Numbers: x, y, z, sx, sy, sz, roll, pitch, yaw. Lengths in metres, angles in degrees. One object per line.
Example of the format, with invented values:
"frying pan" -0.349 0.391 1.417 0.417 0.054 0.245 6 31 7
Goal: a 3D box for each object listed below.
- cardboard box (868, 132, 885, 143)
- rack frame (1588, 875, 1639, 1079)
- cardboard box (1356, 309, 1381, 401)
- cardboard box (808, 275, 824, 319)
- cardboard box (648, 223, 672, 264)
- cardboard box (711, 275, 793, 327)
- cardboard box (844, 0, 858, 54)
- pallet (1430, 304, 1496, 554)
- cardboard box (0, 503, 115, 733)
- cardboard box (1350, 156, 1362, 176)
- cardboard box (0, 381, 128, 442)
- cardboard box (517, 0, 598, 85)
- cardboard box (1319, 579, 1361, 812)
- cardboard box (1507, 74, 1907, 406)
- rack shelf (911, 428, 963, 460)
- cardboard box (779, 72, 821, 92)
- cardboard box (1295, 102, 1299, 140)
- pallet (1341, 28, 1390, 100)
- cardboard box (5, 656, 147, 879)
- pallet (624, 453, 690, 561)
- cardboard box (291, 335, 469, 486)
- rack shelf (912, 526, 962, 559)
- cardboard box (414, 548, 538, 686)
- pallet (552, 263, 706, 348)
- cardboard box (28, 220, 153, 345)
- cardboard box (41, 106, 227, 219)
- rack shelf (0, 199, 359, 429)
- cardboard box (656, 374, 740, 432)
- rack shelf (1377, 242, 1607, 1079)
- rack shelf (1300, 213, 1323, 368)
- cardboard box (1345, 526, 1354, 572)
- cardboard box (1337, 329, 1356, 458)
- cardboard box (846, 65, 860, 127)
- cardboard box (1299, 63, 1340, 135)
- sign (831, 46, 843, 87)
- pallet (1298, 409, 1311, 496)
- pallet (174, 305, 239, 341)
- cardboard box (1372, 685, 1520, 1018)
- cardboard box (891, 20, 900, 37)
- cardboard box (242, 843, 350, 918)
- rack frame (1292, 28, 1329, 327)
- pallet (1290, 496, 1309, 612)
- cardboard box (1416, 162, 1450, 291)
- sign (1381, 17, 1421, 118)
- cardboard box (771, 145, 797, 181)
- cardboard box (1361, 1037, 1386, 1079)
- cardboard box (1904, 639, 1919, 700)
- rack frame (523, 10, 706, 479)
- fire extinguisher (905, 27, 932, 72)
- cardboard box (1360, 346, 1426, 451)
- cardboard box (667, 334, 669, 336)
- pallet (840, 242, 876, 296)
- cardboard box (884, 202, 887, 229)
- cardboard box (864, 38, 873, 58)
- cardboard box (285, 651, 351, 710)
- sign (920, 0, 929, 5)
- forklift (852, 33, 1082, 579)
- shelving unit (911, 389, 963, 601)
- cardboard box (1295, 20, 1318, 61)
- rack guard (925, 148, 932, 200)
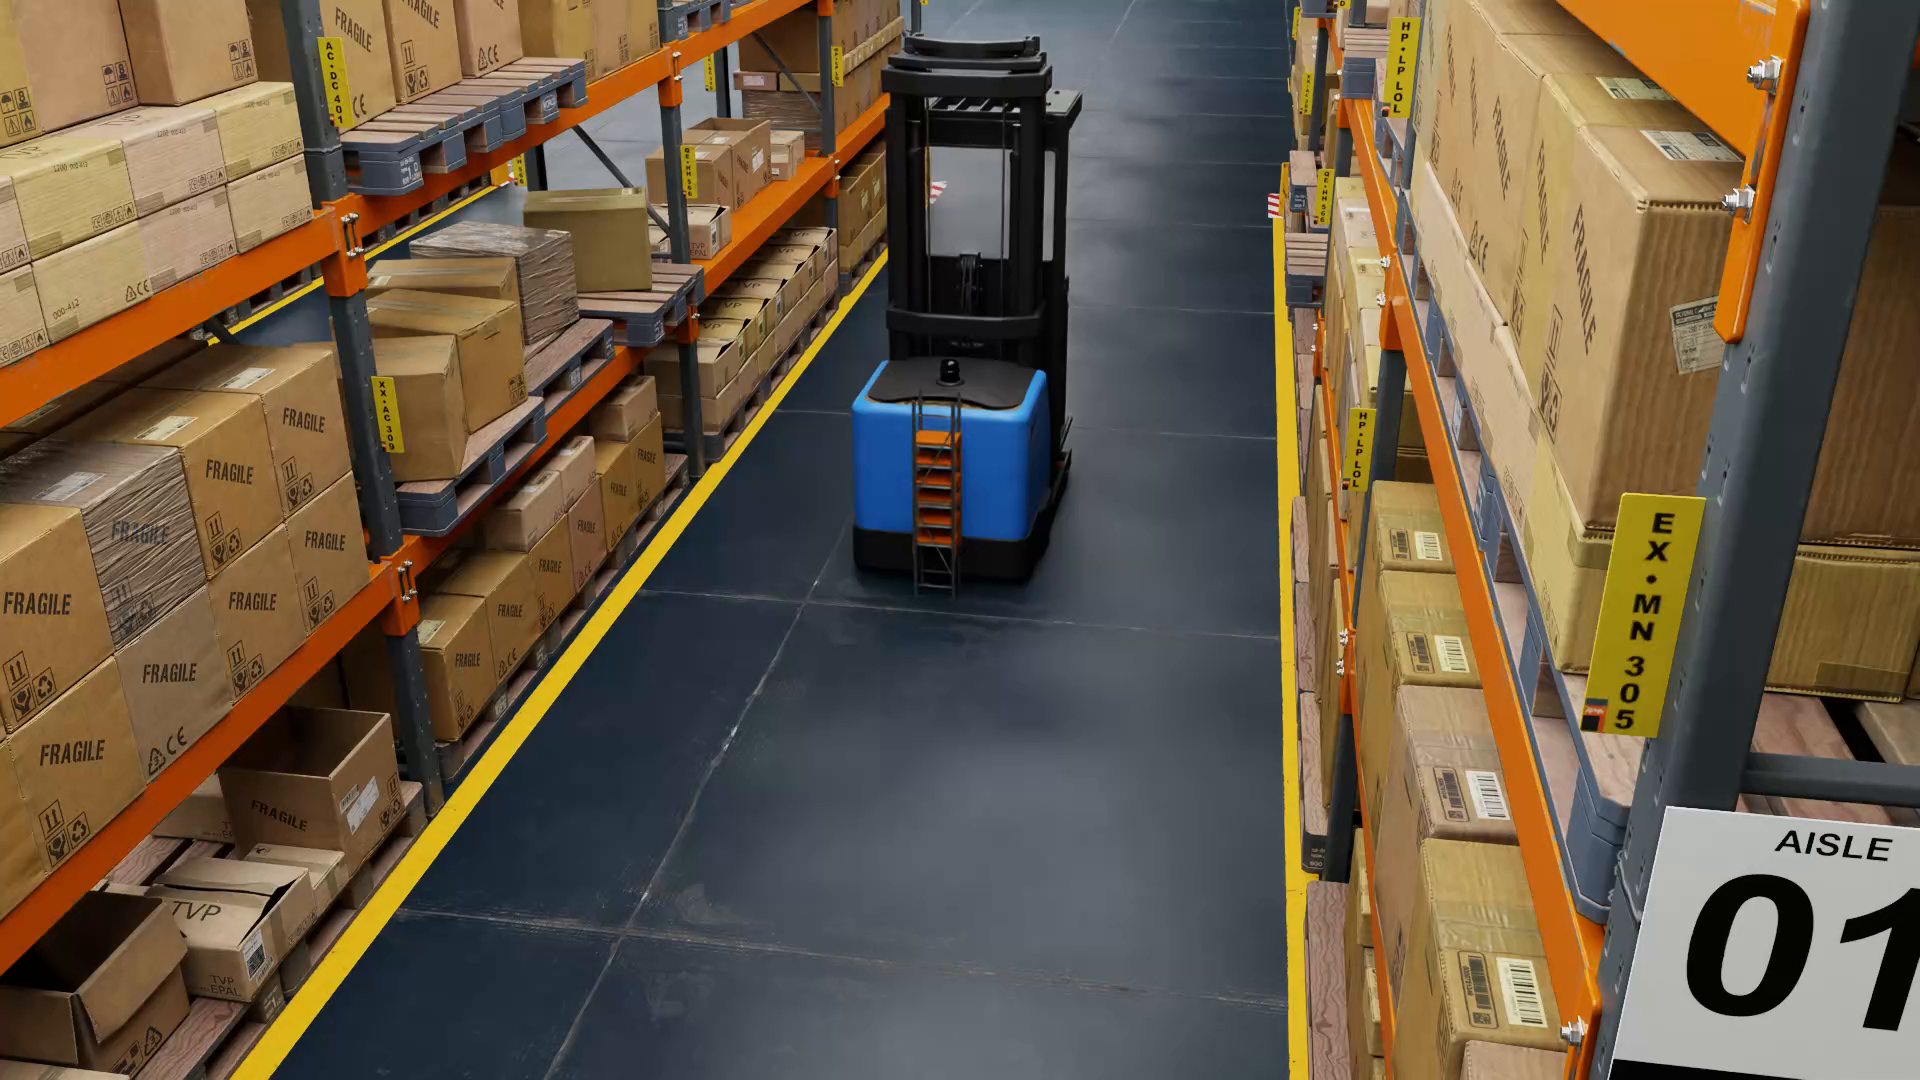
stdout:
"cardboard box" -0.854 -3.791 16.674 0.500 0.500 0.500 4 25 9
"rack frame" 1.362 1.863 2.731 1.000 3.000 0.127 4 25 9
"cardboard box" 1.932 -0.765 6.969 0.500 0.250 0.500 5 25 10
"cardboard box" -1.431 -2.037 13.812 0.500 0.250 0.500 4 25 8
"cardboard box" -2.116 -1.933 10.947 0.500 0.311 0.500 6 26 12
"cardboard box" -1.597 -1.871 12.794 0.500 0.311 0.500 4 25 8
"cardboard box" -1.335 -4.737 15.184 0.700 0.500 0.500 4 25 8
"pallet" 1.670 -0.278 3.872 1.003 0.211 1.213 4 25 9
"cardboard box" -2.947 0.215 4.954 0.500 0.500 0.500 4 25 8
"cardboard box" 2.801 -2.160 10.690 0.700 0.500 0.500 2 25 4
"cardboard box" -3.311 -0.256 5.962 0.500 0.500 0.500 3 25 7
"cardboard box" -2.425 -2.613 8.637 0.910 0.500 0.500 4 25 9
"cardboard box" 1.993 0.693 7.272 0.750 0.750 0.750 4 25 9
"cardboard box" 1.305 -0.536 2.998 0.500 0.500 0.500 5 26 10
"rack shelf" -0.129 -0.531 9.225 0.258 0.103 0.180 4 25 9
"cardboard box" -1.330 -3.935 14.236 0.380 0.149 0.250 4 25 8
"cardboard box" 3.258 -3.735 14.845 0.500 0.250 0.500 4 25 8
"pallet" 2.616 -2.483 8.701 1.213 0.211 1.003 5 26 11
"cardboard box" -2.946 0.674 5.154 0.500 0.500 0.500 4 25 9
"pallet" -2.378 -0.252 10.539 1.003 0.211 1.213 4 25 9
"cardboard box" -2.574 -0.570 7.315 0.700 0.500 0.500 -4 25 -9
"rack shelf" -0.129 0.012 9.479 0.258 0.103 0.180 4 25 9
"cardboard box" -2.477 0.372 8.346 0.500 0.500 0.500 4 25 9
"pallet" -2.260 -1.449 10.034 1.213 0.211 1.003 4 25 9
"cardboard box" -2.855 -0.802 5.064 0.500 0.250 0.500 4 25 9
"cardboard box" -2.769 -1.237 5.404 0.500 0.250 0.500 4 25 9
"rack shelf" -3.199 -0.348 4.765 1.077 0.370 4.000 4 25 9
"cardboard box" -1.843 -0.968 11.528 0.500 0.250 0.500 4 25 8
"rack shelf" 1.689 -0.006 4.035 1.077 0.370 4.000 4 25 9
"rack shelf" 2.996 -1.993 11.819 1.077 0.370 4.000 4 25 9
"cardboard box" 1.809 0.027 6.928 0.380 0.149 0.250 4 25 9
"cardboard box" 2.006 -0.633 7.572 0.500 0.500 0.500 4 25 9
"cardboard box" -1.333 -4.159 15.480 0.700 0.500 0.500 4 25 9
"cardboard box" 3.095 -3.656 13.790 0.500 0.500 0.500 4 25 8
"sign" -1.028 -3.952 13.883 0.100 0.325 0.005 4 25 9
"pallet" 2.798 -0.547 11.169 1.003 0.211 1.213 4 25 9
"pallet" -6.738 -1.736 13.711 1.003 0.211 1.213 4 25 9
"cardboard box" 1.677 0.890 4.457 0.980 0.700 0.700 3 25 6
"cardboard box" -0.827 -5.227 16.995 0.380 0.149 0.250 5 25 10
"cardboard box" -2.688 1.359 6.652 0.380 0.149 0.250 4 25 9
"rack frame" 3.323 -3.156 13.454 1.000 3.000 0.127 4 25 9
"pallet" 2.466 0.105 9.777 1.003 0.211 1.213 4 25 9
"cardboard box" 1.545 -0.853 4.560 0.500 0.250 0.500 3 25 7
"sign" 1.478 -1.579 5.565 0.100 0.325 0.005 4 25 9
"cardboard box" -1.527 -3.056 13.399 0.396 0.266 0.258 3 25 7
"cardboard box" 1.621 1.862 5.187 0.700 0.500 0.500 5 25 10
"cardboard box" 1.723 0.049 2.633 0.500 0.250 0.500 5 26 11
"rack frame" -2.219 -1.824 10.609 1.000 3.000 0.127 4 25 9
"fire extinguisher" -0.434 -5.153 17.811 0.296 0.674 0.183 4 25 9
"cardboard box" 1.839 -0.552 6.513 0.500 0.250 0.500 5 25 10
"cardboard box" -2.297 -1.477 11.954 0.500 0.311 0.500 4 25 8
"pallet" -1.394 -2.564 15.479 1.003 0.211 1.213 4 25 9
"cardboard box" -0.941 -3.242 16.387 0.500 0.250 0.500 4 25 9
"cardboard box" -1.037 -4.688 15.843 0.380 0.149 0.250 4 25 8
"cardboard box" -3.074 0.555 7.955 0.500 0.500 0.500 4 25 8
"sign" -0.378 -5.759 17.369 0.100 0.325 0.005 4 25 9
"forklift" 0.143 -1.703 10.431 1.130 2.935 3.031 4 25 9
"shelving unit" -0.129 -0.245 9.358 0.258 1.200 0.189 4 25 9
"cardboard box" 3.511 -4.725 16.074 0.500 0.500 0.500 4 25 9
"rack guard" -0.907 -4.048 18.309 1.175 0.500 0.348 4 25 9
